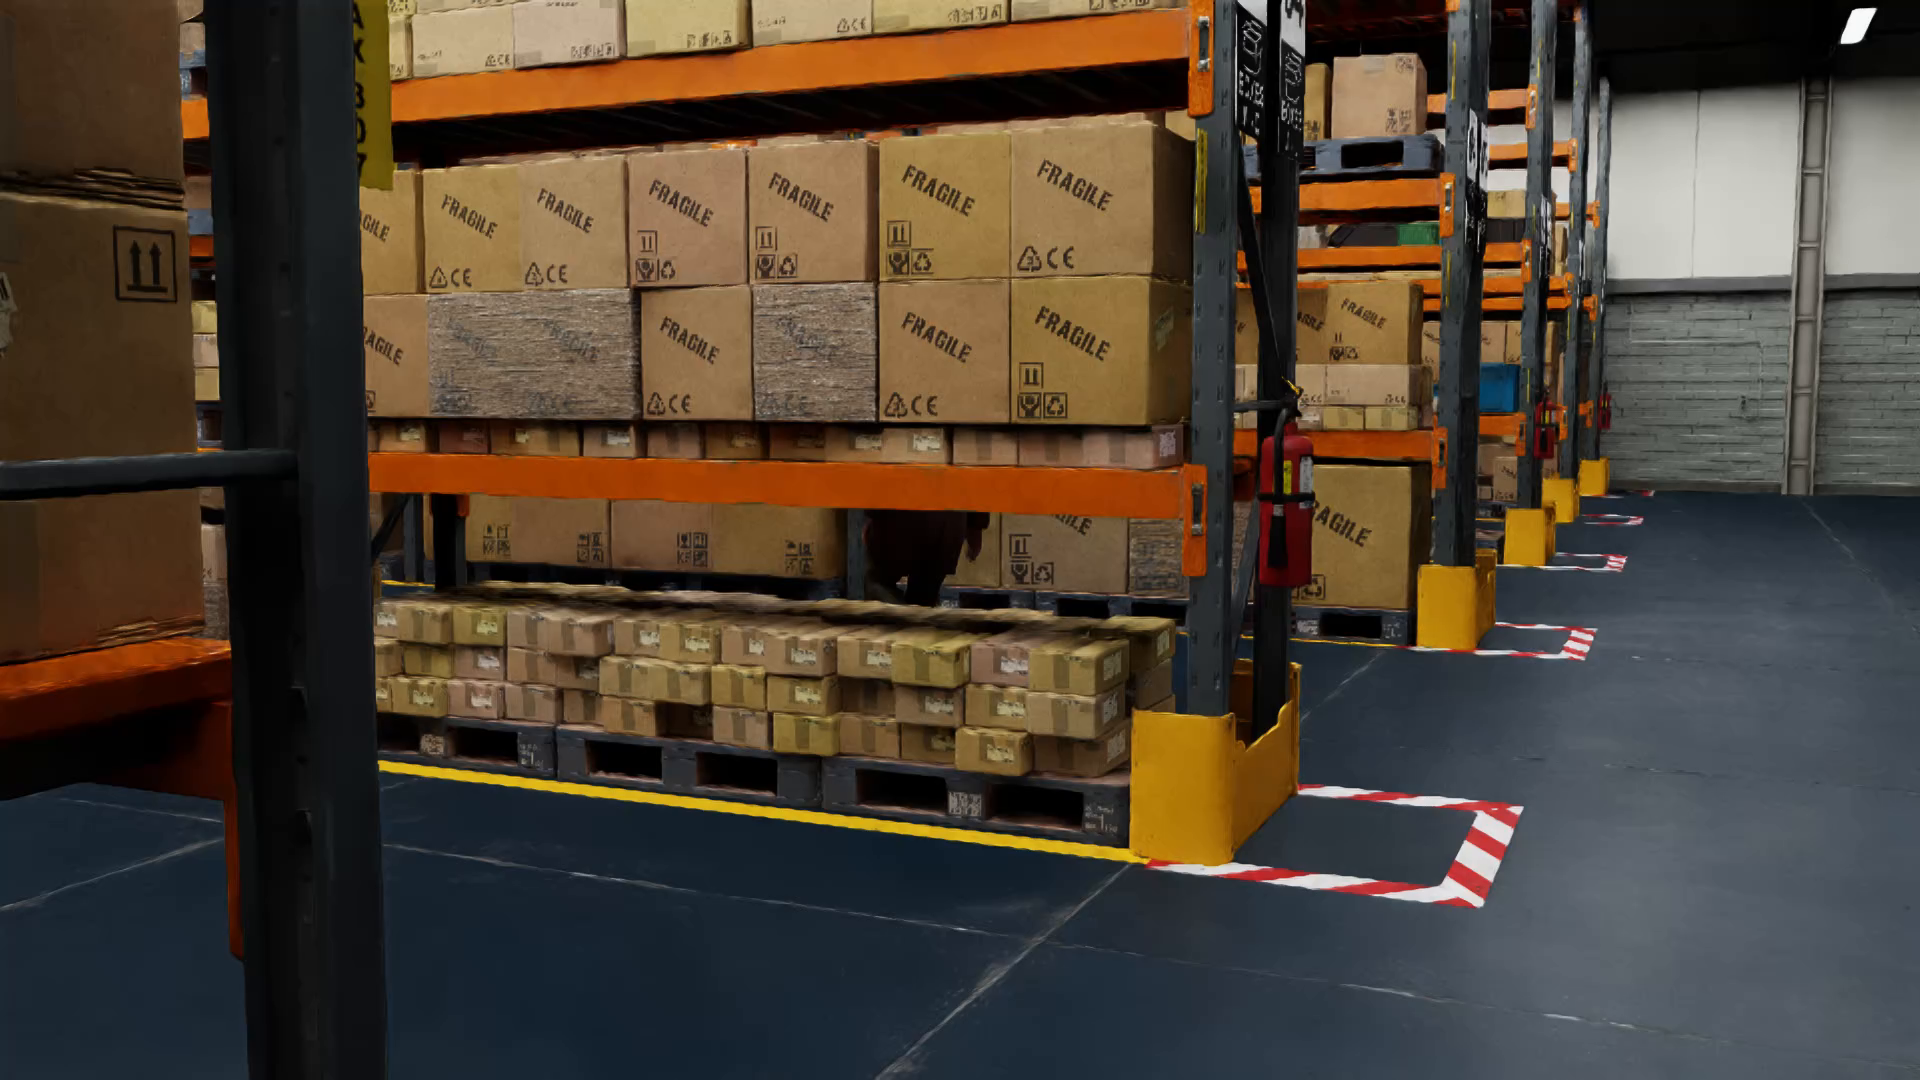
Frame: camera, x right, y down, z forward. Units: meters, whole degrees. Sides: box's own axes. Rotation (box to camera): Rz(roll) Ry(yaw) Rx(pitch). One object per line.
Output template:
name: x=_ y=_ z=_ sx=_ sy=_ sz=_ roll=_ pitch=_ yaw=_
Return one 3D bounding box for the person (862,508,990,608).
person: x=-0.167 y=-0.074 z=8.324 sx=0.651 sy=1.761 sz=0.600 roll=-3 pitch=6 yaw=-32
